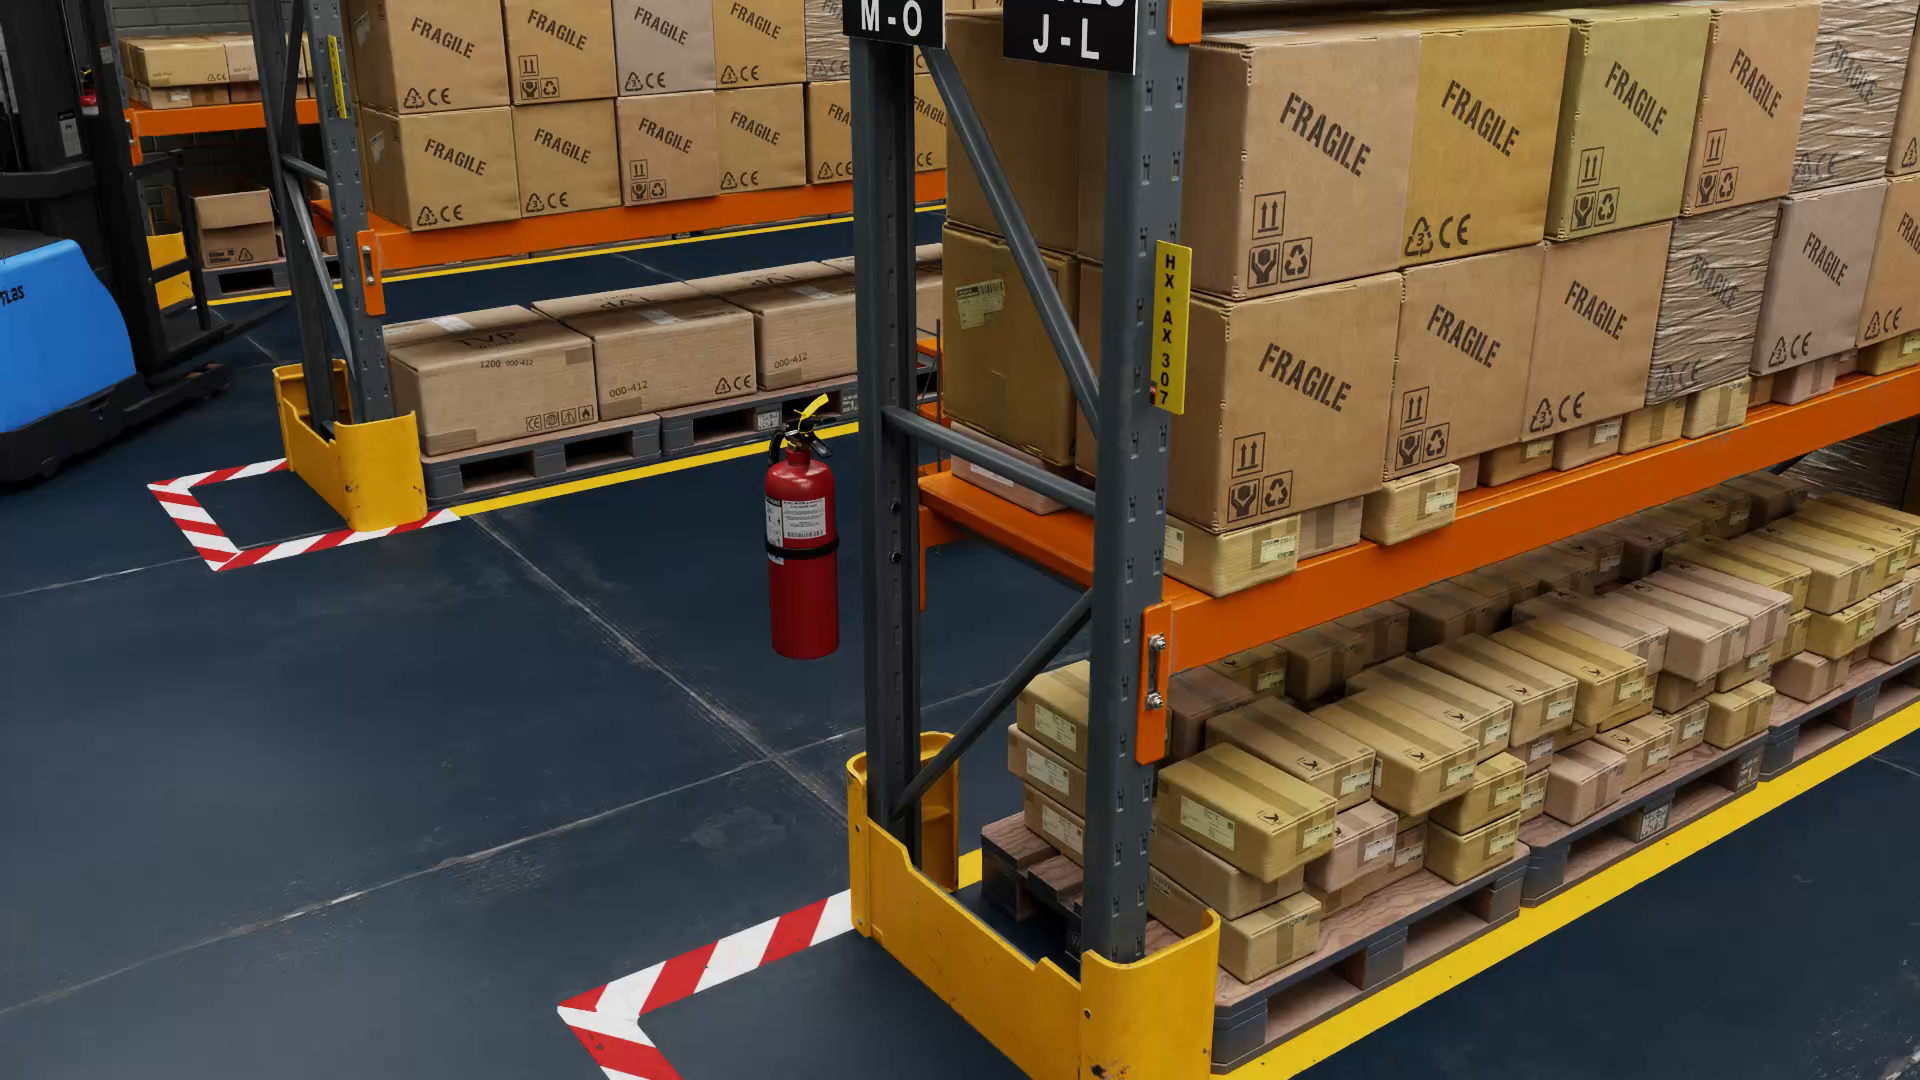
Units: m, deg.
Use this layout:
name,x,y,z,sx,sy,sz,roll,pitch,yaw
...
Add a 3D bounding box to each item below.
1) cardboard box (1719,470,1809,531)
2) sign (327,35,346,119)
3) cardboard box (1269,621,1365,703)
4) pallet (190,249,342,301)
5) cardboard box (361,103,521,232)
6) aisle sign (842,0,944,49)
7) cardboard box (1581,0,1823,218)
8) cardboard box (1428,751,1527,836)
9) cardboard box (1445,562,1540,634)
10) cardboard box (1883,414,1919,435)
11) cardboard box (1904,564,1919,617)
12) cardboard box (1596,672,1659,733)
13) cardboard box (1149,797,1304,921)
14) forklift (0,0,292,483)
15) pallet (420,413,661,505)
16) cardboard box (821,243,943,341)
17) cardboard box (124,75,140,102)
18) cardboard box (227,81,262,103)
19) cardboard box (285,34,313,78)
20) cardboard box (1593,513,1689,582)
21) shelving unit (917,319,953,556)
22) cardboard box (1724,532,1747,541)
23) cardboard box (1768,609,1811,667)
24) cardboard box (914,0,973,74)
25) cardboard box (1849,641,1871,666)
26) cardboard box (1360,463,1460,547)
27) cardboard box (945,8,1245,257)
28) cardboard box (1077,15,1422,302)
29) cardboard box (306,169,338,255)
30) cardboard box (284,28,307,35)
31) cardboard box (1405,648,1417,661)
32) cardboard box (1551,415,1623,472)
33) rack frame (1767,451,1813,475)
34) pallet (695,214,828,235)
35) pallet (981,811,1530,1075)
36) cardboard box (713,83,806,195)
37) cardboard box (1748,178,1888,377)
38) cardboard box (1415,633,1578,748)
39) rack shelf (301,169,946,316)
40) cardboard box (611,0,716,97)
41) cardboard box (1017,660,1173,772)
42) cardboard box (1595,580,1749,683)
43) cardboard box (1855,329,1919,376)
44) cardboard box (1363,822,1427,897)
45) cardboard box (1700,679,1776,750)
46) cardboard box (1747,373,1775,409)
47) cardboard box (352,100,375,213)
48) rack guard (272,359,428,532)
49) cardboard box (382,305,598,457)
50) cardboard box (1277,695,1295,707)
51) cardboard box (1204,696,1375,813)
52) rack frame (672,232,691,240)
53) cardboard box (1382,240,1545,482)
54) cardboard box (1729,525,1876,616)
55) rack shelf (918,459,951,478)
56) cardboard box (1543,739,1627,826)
name,x,y,z,sx,sy,sz,roll,pitch,yaw
cardboard box,2.932,-0.170,6.252,0.250,0.149,0.380,-14,26,-31
sign,-2.568,-1.907,6.853,0.005,0.325,0.100,-15,26,-33
cardboard box,0.988,0.324,5.013,0.250,0.149,0.380,-16,27,-35
pallet,-5.081,-2.023,12.182,1.213,0.211,1.003,-15,26,-33
cardboard box,-2.330,-1.700,7.475,0.500,0.500,0.500,-15,26,-33
aisle sign,-0.149,-1.451,3.478,0.004,0.787,0.394,-15,26,-33
cardboard box,1.858,-1.164,4.380,0.500,0.500,0.500,-16,27,-34
cardboard box,1.335,0.641,4.622,0.250,0.149,0.380,-14,26,-31
cardboard box,1.648,0.161,5.424,0.250,0.149,0.380,-15,26,-33
cardboard box,3.789,-0.655,6.784,0.500,0.250,0.500,-16,27,-34
cardboard box,3.262,0.120,5.927,0.250,0.149,0.380,-14,26,-32
cardboard box,1.916,0.428,5.155,0.250,0.149,0.380,-14,25,-30
cardboard box,0.661,0.786,4.259,0.250,0.149,0.380,-14,26,-31
forklift,-4.787,-2.142,8.811,1.130,2.935,3.031,3,22,7
pallet,-2.284,-0.538,8.460,1.213,0.211,1.003,-15,26,-33
cardboard box,-0.213,-1.404,9.757,0.875,0.438,0.875,-15,26,-34
cardboard box,-5.677,-3.165,11.619,0.250,0.149,0.380,-15,26,-33
cardboard box,-4.990,-3.137,11.550,0.250,0.149,0.380,-15,26,-34
cardboard box,-4.445,-3.434,11.757,0.500,0.250,0.500,-16,26,-34
cardboard box,2.299,0.005,5.815,0.250,0.149,0.380,-16,27,-34
shelving unit,-0.043,-0.476,7.173,0.252,1.050,0.215,-15,26,-33
cardboard box,2.698,0.020,6.178,0.250,0.149,0.380,-15,26,-32
cardboard box,2.582,0.270,5.551,0.250,0.149,0.380,-15,26,-32
cardboard box,-0.279,-2.720,8.683,0.500,0.500,0.500,-15,26,-34
cardboard box,2.953,0.313,5.846,0.250,0.149,0.380,-14,26,-31
cardboard box,0.972,-0.134,4.023,0.250,0.149,0.380,-16,27,-34
cardboard box,0.312,-0.992,3.950,0.500,0.500,0.500,-16,27,-34
cardboard box,0.605,-0.835,3.557,0.500,0.500,0.500,-15,26,-33
cardboard box,-4.521,-2.440,12.270,0.500,0.500,0.700,-14,26,-31
cardboard box,-4.747,-3.594,12.156,0.500,0.250,0.500,-14,26,-31
cardboard box,1.400,0.343,5.369,0.250,0.149,0.380,-13,25,-30
cardboard box,1.554,-0.327,4.508,0.250,0.149,0.380,-16,27,-34
rack frame,3.332,-1.035,5.943,0.127,3.000,1.000,-15,26,-33
pallet,-1.904,-2.887,14.347,1.213,0.211,1.003,-15,26,-33
pallet,0.827,0.944,4.745,1.213,0.211,1.003,-15,26,-33
cardboard box,-1.116,-2.036,8.317,0.500,0.500,0.500,-14,26,-31
cardboard box,2.278,-0.811,4.844,0.500,0.500,0.500,-15,26,-33
cardboard box,1.526,0.425,4.762,0.250,0.149,0.380,-14,26,-31
rack shelf,-1.264,-1.735,8.668,4.000,0.370,1.077,-15,26,-33
cardboard box,-1.503,-2.393,7.862,0.500,0.500,0.500,-15,26,-33
cardboard box,0.367,0.493,4.591,0.250,0.149,0.380,-15,26,-32
cardboard box,2.180,0.278,5.131,0.250,0.149,0.380,-16,27,-35
cardboard box,2.840,-0.658,5.336,0.250,0.149,0.380,-14,26,-31
cardboard box,1.060,0.806,4.610,0.250,0.149,0.380,-15,26,-32
cardboard box,2.373,0.506,5.362,0.250,0.149,0.380,-15,26,-33
cardboard box,2.175,-0.502,4.947,0.250,0.149,0.380,-15,26,-34
cardboard box,-2.650,-1.867,7.893,0.500,0.500,0.500,-15,26,-33
rack guard,-2.907,-0.470,7.900,0.348,0.500,1.175,-15,26,-33
cardboard box,-2.410,-0.814,8.280,0.875,0.438,0.875,-16,27,-35
cardboard box,0.768,0.509,4.953,0.250,0.149,0.380,-16,27,-35
cardboard box,0.863,0.577,4.381,0.250,0.149,0.380,-14,26,-32
rack frame,-2.542,-3.995,13.360,0.127,3.000,1.000,-15,26,-33
cardboard box,1.031,-0.491,4.044,0.500,0.500,0.500,-15,26,-33
cardboard box,2.814,0.096,5.585,0.250,0.149,0.380,-15,26,-33
rack shelf,-0.043,-0.208,7.280,0.240,0.259,0.215,-15,26,-33
cardboard box,1.736,0.672,4.946,0.250,0.149,0.380,-16,27,-35
